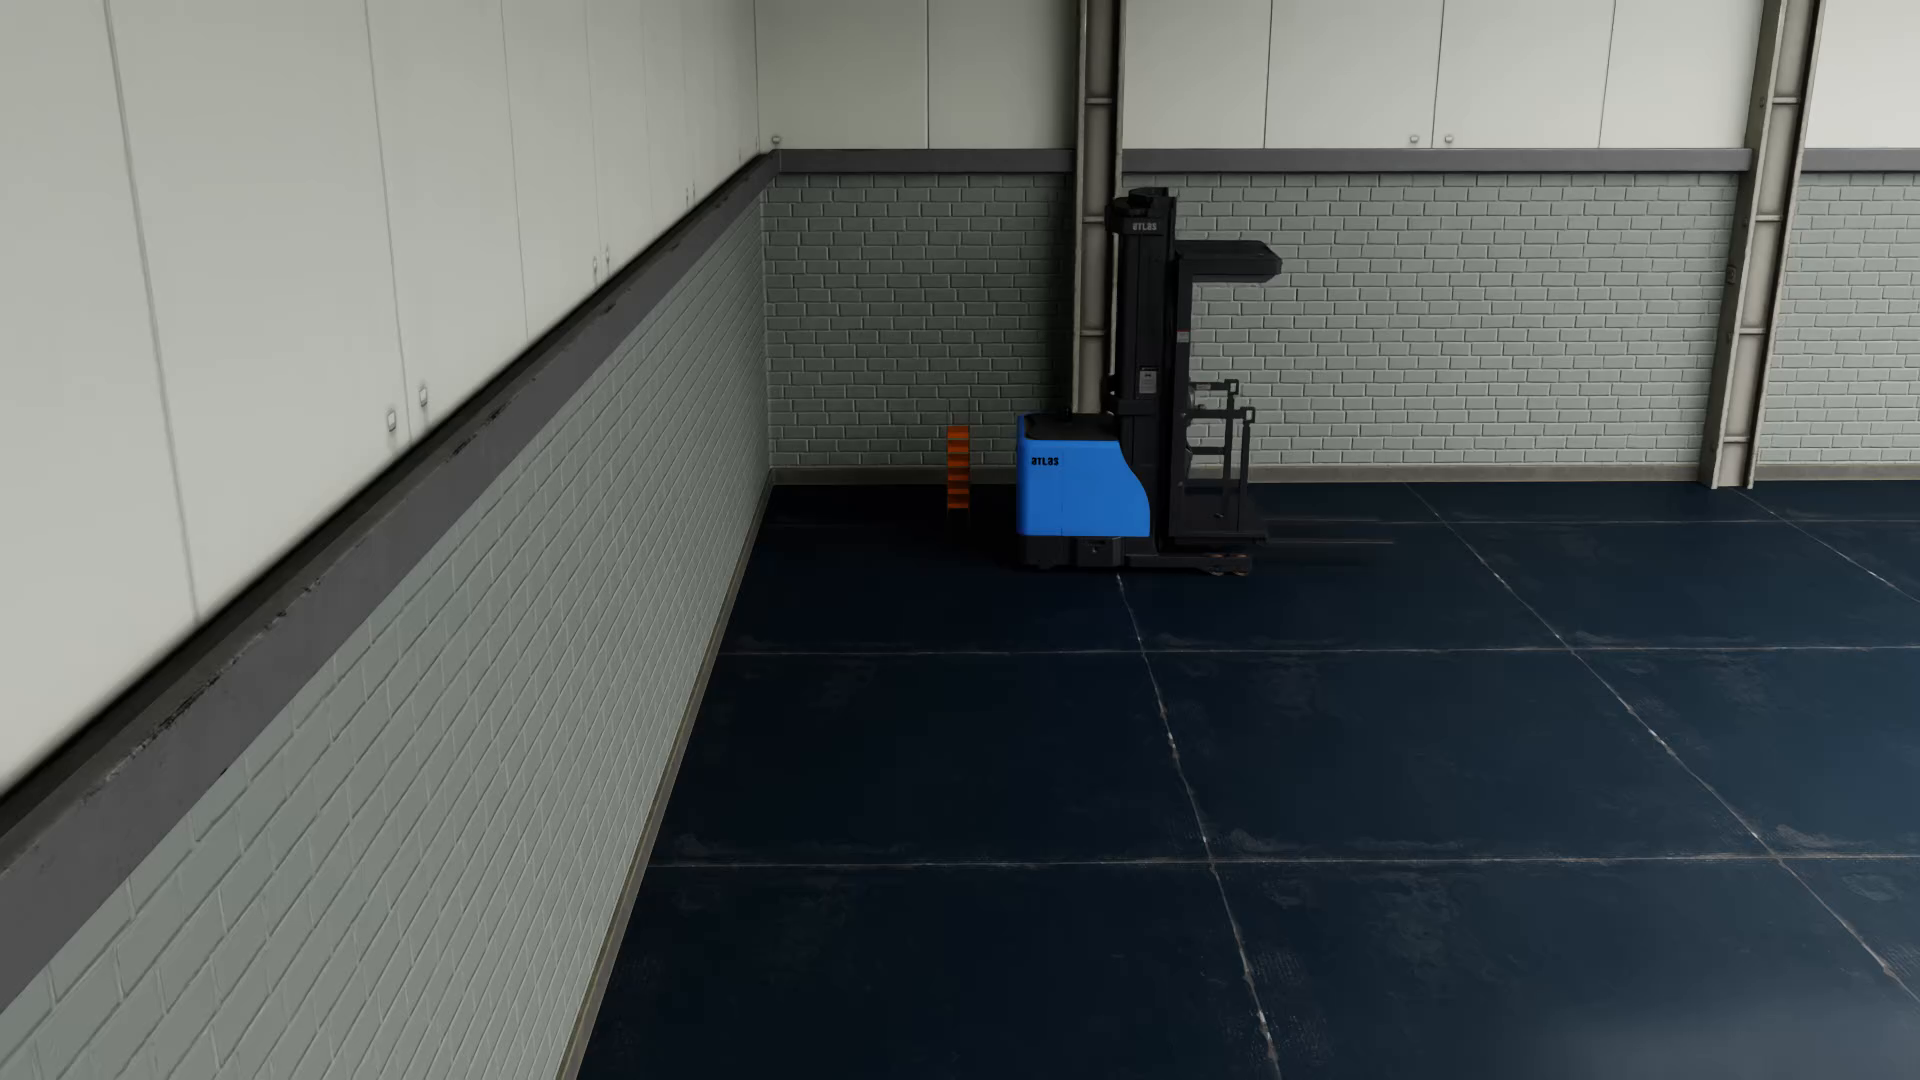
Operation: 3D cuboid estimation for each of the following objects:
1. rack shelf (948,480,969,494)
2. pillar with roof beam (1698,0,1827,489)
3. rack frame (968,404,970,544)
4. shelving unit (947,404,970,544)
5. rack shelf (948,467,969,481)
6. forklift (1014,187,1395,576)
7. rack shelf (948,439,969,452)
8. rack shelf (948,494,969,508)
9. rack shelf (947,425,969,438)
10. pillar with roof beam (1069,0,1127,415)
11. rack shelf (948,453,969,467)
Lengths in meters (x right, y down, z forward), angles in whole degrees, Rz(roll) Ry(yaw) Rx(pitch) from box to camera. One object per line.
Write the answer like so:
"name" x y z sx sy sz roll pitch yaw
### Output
"rack shelf" -0.014 -0.415 13.914 0.180 0.103 0.258 0 18 -1
"pillar with roof beam" 7.283 -3.497 10.217 0.400 9.000 9.100 0 18 -1
"rack frame" 0.077 -0.572 13.865 0.006 1.200 0.240 0 18 -1
"shelving unit" -0.014 -0.571 13.864 0.189 1.200 0.258 0 18 -1
"rack shelf" -0.014 -0.529 13.878 0.180 0.103 0.258 0 18 -1
"forklift" 1.962 -1.277 13.229 3.031 2.935 1.130 1 18 2
"rack shelf" -0.014 -0.757 13.804 0.180 0.103 0.258 0 18 -1
"rack shelf" -0.014 -0.300 13.951 0.180 0.103 0.258 0 18 -1
"rack shelf" -0.014 -0.872 13.768 0.180 0.103 0.258 0 18 -1
"pillar with roof beam" 1.283 -3.468 10.127 0.400 9.000 9.100 0 18 -1
"rack shelf" -0.014 -0.643 13.841 0.180 0.103 0.258 0 18 -1
